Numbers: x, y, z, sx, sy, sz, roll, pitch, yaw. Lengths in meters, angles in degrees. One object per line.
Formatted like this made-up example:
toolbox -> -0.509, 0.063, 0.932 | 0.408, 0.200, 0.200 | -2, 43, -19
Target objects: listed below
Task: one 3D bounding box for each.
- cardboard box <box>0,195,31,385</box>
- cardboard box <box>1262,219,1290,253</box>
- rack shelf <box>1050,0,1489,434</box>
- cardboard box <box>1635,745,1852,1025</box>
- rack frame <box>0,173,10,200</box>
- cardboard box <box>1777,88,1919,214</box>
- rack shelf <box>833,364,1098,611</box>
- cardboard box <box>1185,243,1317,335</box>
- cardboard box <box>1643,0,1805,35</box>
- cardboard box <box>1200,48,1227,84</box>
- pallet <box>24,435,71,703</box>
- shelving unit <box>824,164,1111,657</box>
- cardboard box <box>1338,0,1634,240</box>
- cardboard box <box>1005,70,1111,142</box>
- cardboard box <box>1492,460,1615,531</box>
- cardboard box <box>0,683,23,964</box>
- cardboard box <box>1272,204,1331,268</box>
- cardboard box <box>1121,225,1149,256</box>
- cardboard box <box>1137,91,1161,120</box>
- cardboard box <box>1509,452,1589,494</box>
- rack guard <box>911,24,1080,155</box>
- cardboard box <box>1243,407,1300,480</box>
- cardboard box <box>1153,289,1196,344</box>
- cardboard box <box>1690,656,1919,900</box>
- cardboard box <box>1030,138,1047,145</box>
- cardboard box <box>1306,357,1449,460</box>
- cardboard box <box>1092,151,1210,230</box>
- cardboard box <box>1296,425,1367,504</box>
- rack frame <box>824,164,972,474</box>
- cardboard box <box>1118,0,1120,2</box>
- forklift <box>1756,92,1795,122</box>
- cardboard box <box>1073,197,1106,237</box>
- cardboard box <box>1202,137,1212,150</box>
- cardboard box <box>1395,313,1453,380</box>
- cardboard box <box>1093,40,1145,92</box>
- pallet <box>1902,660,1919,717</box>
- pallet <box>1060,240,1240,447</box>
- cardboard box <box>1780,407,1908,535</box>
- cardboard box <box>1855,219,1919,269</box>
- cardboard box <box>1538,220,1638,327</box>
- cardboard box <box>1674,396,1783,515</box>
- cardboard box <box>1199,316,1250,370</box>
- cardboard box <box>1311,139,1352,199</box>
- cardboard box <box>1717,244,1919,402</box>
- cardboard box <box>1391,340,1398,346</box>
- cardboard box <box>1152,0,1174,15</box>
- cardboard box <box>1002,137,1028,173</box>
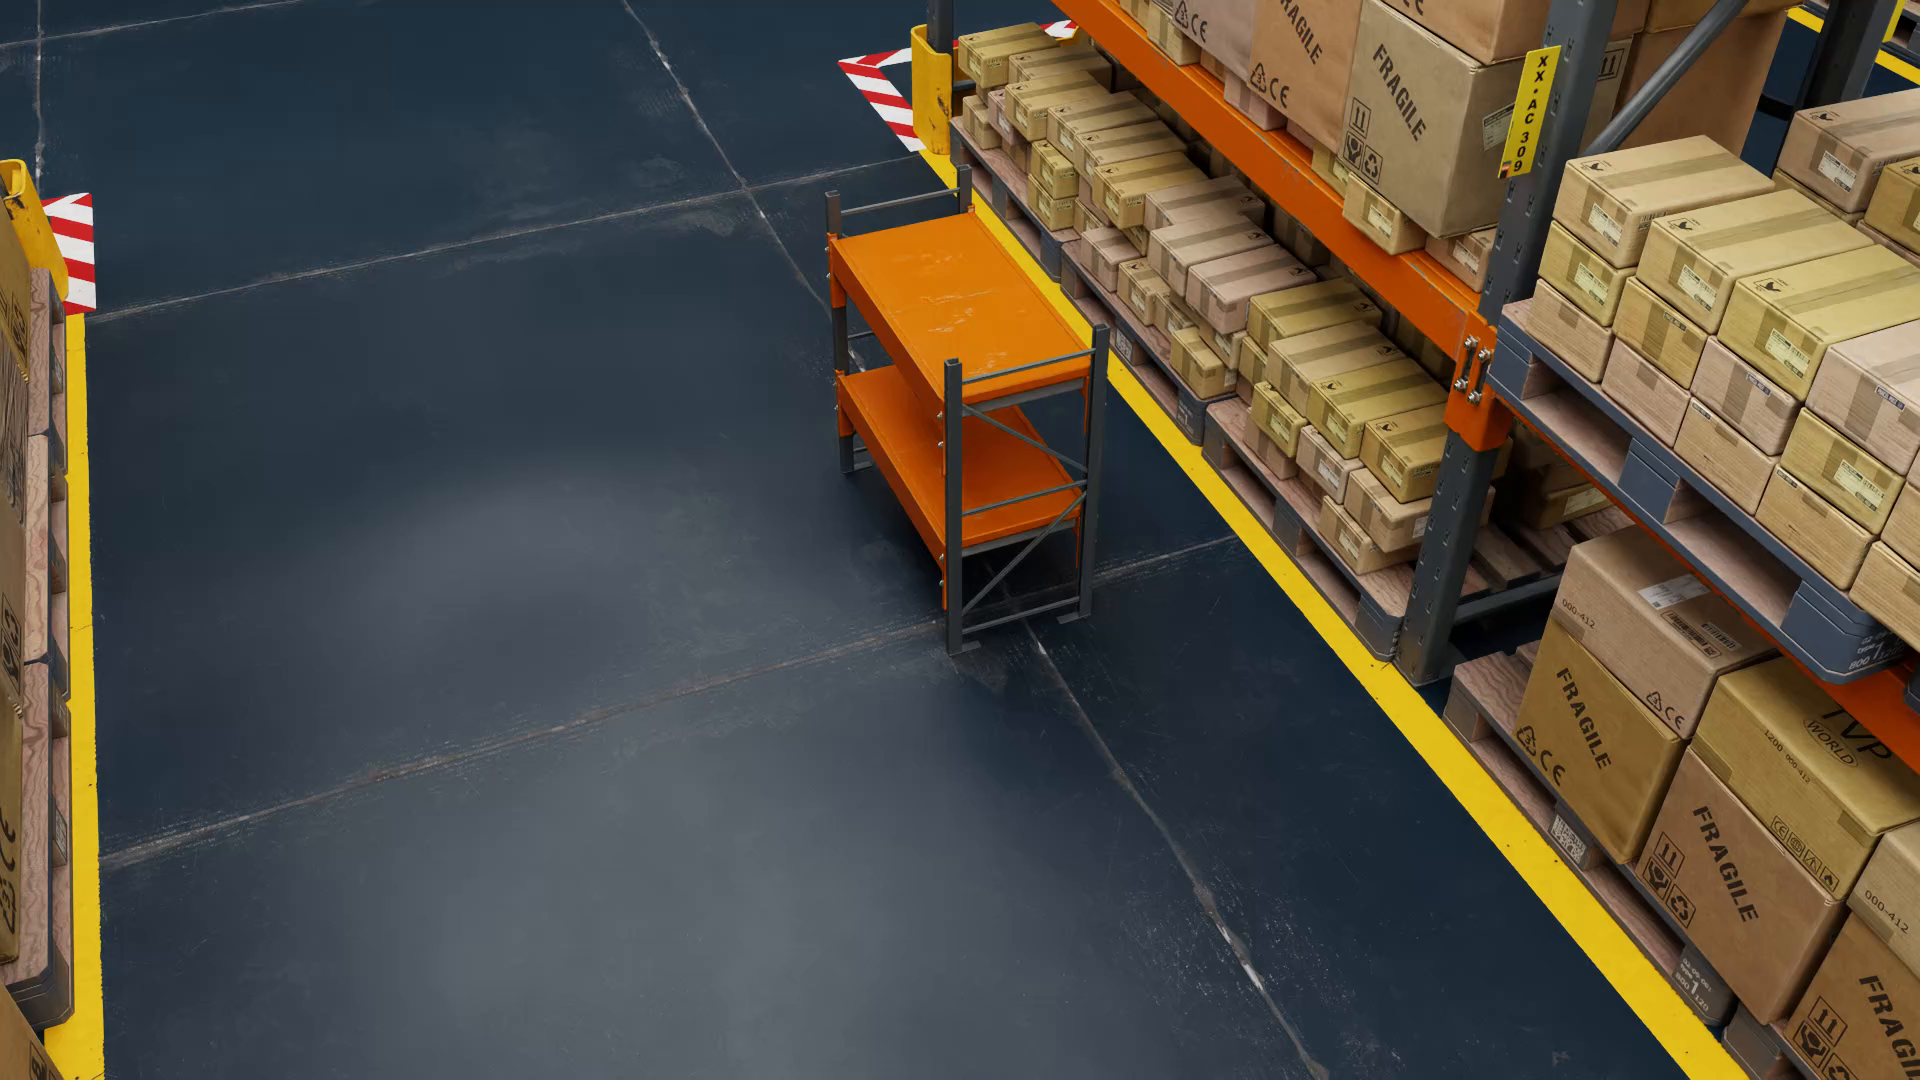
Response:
cardboard box -> -3.974, -1.051, 5.979 | 0.875, 0.875, 0.875 | -15, 43, -17
cardboard box -> 1.416, -1.244, 6.532 | 0.380, 0.149, 0.250 | -15, 43, -16
rack shelf -> 1.094, -1.762, 6.050 | 1.077, 0.370, 4.000 | -15, 43, -17
cardboard box -> 2.101, 0.789, 4.127 | 0.500, 0.500, 0.500 | -13, 42, -15
rack frame -> -4.293, -2.063, 5.848 | 1.000, 3.000, 0.127 | -15, 43, -17
cardboard box -> 2.193, -0.926, 3.941 | 0.380, 0.149, 0.250 | -13, 42, -15
rack shelf -> -0.003, -0.245, 5.547 | 0.538, 0.278, 1.000 | -15, 43, -17
cardboard box -> 1.030, -0.891, 5.894 | 0.380, 0.149, 0.250 | -17, 44, -19
cardboard box -> 1.911, -1.692, 4.345 | 0.500, 0.500, 0.500 | -14, 43, -16
cardboard box -> 1.031, -1.636, 5.545 | 0.380, 0.149, 0.250 | -16, 43, -17
pallet -> -3.452, 0.191, 5.366 | 1.003, 0.211, 1.213 | -15, 43, -17
shelving unit -> -0.003, -0.431, 5.388 | 0.538, 1.125, 1.048 | -15, 43, -17
cardboard box -> 1.413, -1.201, 4.541 | 0.500, 0.500, 0.500 | -15, 43, -17
cardboard box -> 0.410, -1.823, 6.977 | 0.380, 0.149, 0.250 | -15, 43, -17
cardboard box -> 2.016, -0.207, 5.555 | 0.380, 0.149, 0.250 | -17, 44, -19
cardboard box -> -2.941, 0.576, 4.087 | 0.875, 0.875, 0.875 | -15, 43, -17
cardboard box -> 1.402, -1.182, 6.232 | 0.380, 0.149, 0.250 | -17, 43, -19
cardboard box -> 0.849, -1.275, 6.569 | 0.380, 0.149, 0.250 | -13, 42, -15
cardboard box -> 0.995, -1.871, 7.261 | 0.380, 0.149, 0.250 | -17, 43, -19
cardboard box -> 2.016, -0.319, 5.456 | 0.380, 0.149, 0.250 | -13, 42, -15
rack guard -> 0.357, -2.246, 7.978 | 1.175, 0.500, 0.348 | -15, 43, -17
cardboard box -> 1.211, -0.380, 5.755 | 0.380, 0.149, 0.250 | -16, 43, -18
cardboard box -> 0.960, -0.856, 6.310 | 0.380, 0.149, 0.250 | -14, 43, -16
cardboard box -> 2.104, 0.506, 3.881 | 0.500, 0.250, 0.500 | -14, 43, -16
cardboard box -> 0.520, -1.746, 7.116 | 0.380, 0.149, 0.250 | -15, 43, -16
cardboard box -> 1.348, -0.427, 5.354 | 0.380, 0.149, 0.250 | -15, 43, -16
cardboard box -> 0.737, -1.355, 6.433 | 0.380, 0.149, 0.250 | -14, 43, -16
cardboard box -> 1.330, -0.291, 5.424 | 0.380, 0.149, 0.250 | -17, 44, -19
rack frame -> -0.197, -0.737, 5.744 | 0.500, 1.125, 0.032 | -15, 43, -17
cardboard box -> 0.714, -2.101, 6.086 | 0.380, 0.149, 0.250 | -16, 43, -18
forklift -> 2.838, -2.063, 5.901 | 1.130, 2.935, 3.031 | -28, 48, -29
cardboard box -> 0.692, -1.326, 6.855 | 0.380, 0.149, 0.250 | -15, 43, -17
cardboard box -> 1.219, -1.678, 6.808 | 0.380, 0.149, 0.250 | -14, 43, -15
cardboard box -> 1.726, -0.713, 5.687 | 0.380, 0.149, 0.250 | -16, 43, -17
cardboard box -> 0.808, -2.122, 7.325 | 0.380, 0.149, 0.250 | -14, 43, -16
pallet -> 2.594, 0.471, 3.049 | 1.003, 0.211, 1.213 | -15, 43, -17
pallet -> 1.099, -0.904, 6.639 | 1.003, 0.211, 1.213 | -15, 43, -17
cardboard box -> 1.885, -0.187, 3.309 | 0.380, 0.149, 0.250 | -17, 43, -19
cardboard box -> 2.295, -0.657, 3.856 | 0.380, 0.149, 0.250 | -15, 43, -17
cardboard box -> 1.585, -0.654, 3.853 | 0.380, 0.149, 0.250 | -14, 43, -16
cardboard box -> 1.788, -0.224, 3.581 | 0.380, 0.149, 0.250 | -15, 43, -17
cardboard box -> 1.090, -0.772, 5.984 | 0.380, 0.149, 0.250 | -14, 43, -16
cardboard box -> 1.287, -1.152, 4.982 | 0.380, 0.149, 0.250 | -13, 42, -15
cardboard box -> 1.793, -0.446, 3.382 | 0.380, 0.149, 0.250 | -15, 43, -16
cardboard box -> 1.609, -0.750, 5.958 | 0.380, 0.149, 0.250 | -17, 44, -19
cardboard box -> 0.850, -2.131, 5.622 | 0.500, 0.500, 0.500 | -16, 43, -18
cardboard box -> 0.409, -1.785, 7.389 | 0.380, 0.149, 0.250 | -15, 43, -17
